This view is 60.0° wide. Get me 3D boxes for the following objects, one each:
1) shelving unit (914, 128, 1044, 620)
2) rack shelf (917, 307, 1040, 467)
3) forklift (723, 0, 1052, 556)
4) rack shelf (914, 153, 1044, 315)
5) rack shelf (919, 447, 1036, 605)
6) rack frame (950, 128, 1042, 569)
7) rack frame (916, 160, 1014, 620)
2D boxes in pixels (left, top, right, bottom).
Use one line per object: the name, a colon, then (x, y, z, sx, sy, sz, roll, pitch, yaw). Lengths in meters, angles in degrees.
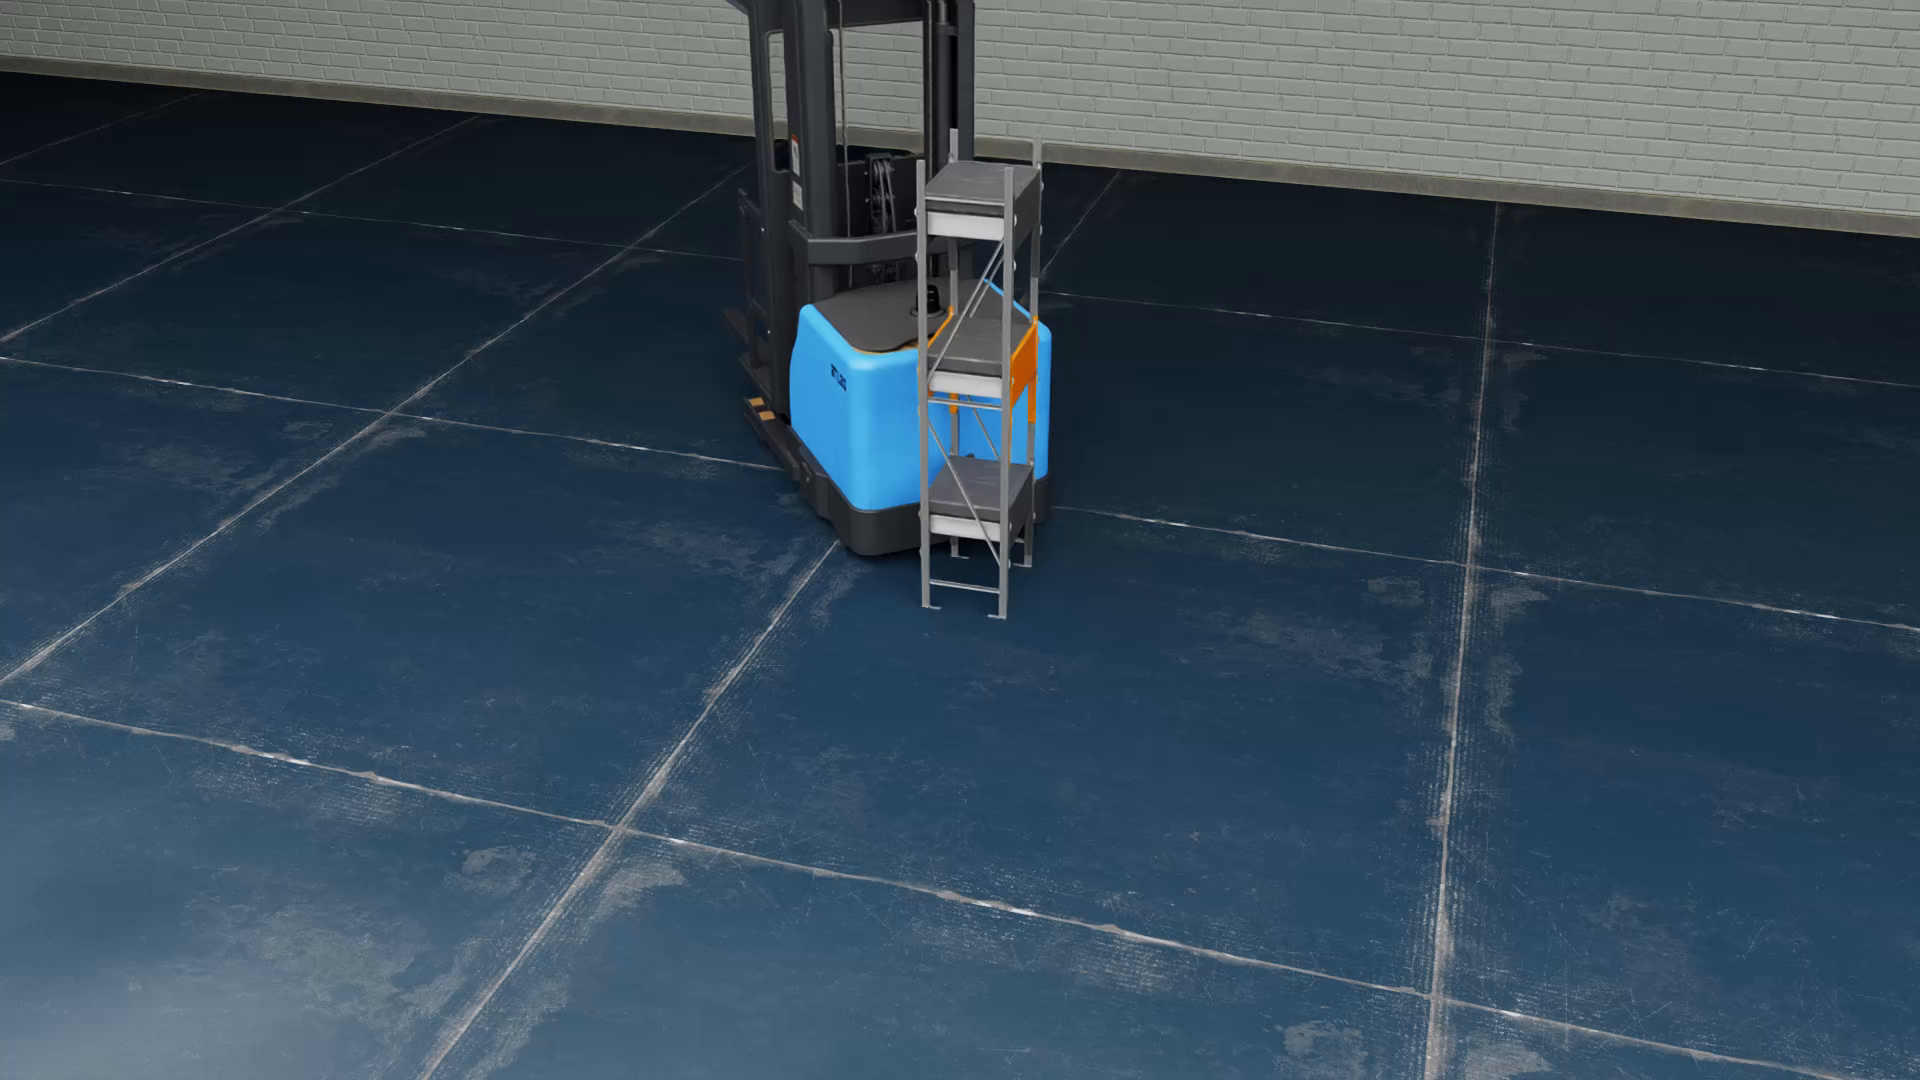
shelving unit: (0.085, -0.694, 7.338, 0.431, 2.100, 0.503, 8, 30, 14)
rack shelf: (0.085, -0.683, 7.345, 0.431, 0.518, 0.480, 8, 30, 14)
forklift: (-0.583, -1.903, 8.655, 1.130, 2.935, 3.031, -11, 31, -20)
rack shelf: (0.085, -1.294, 7.005, 0.431, 0.518, 0.480, 8, 30, 14)
rack shelf: (0.085, -0.071, 7.685, 0.431, 0.518, 0.480, 8, 30, 14)
rack frame: (0.151, -0.809, 7.544, 0.400, 2.100, 0.015, 8, 30, 14)
rack frame: (0.019, -0.580, 7.133, 0.400, 2.100, 0.015, 8, 30, 14)
